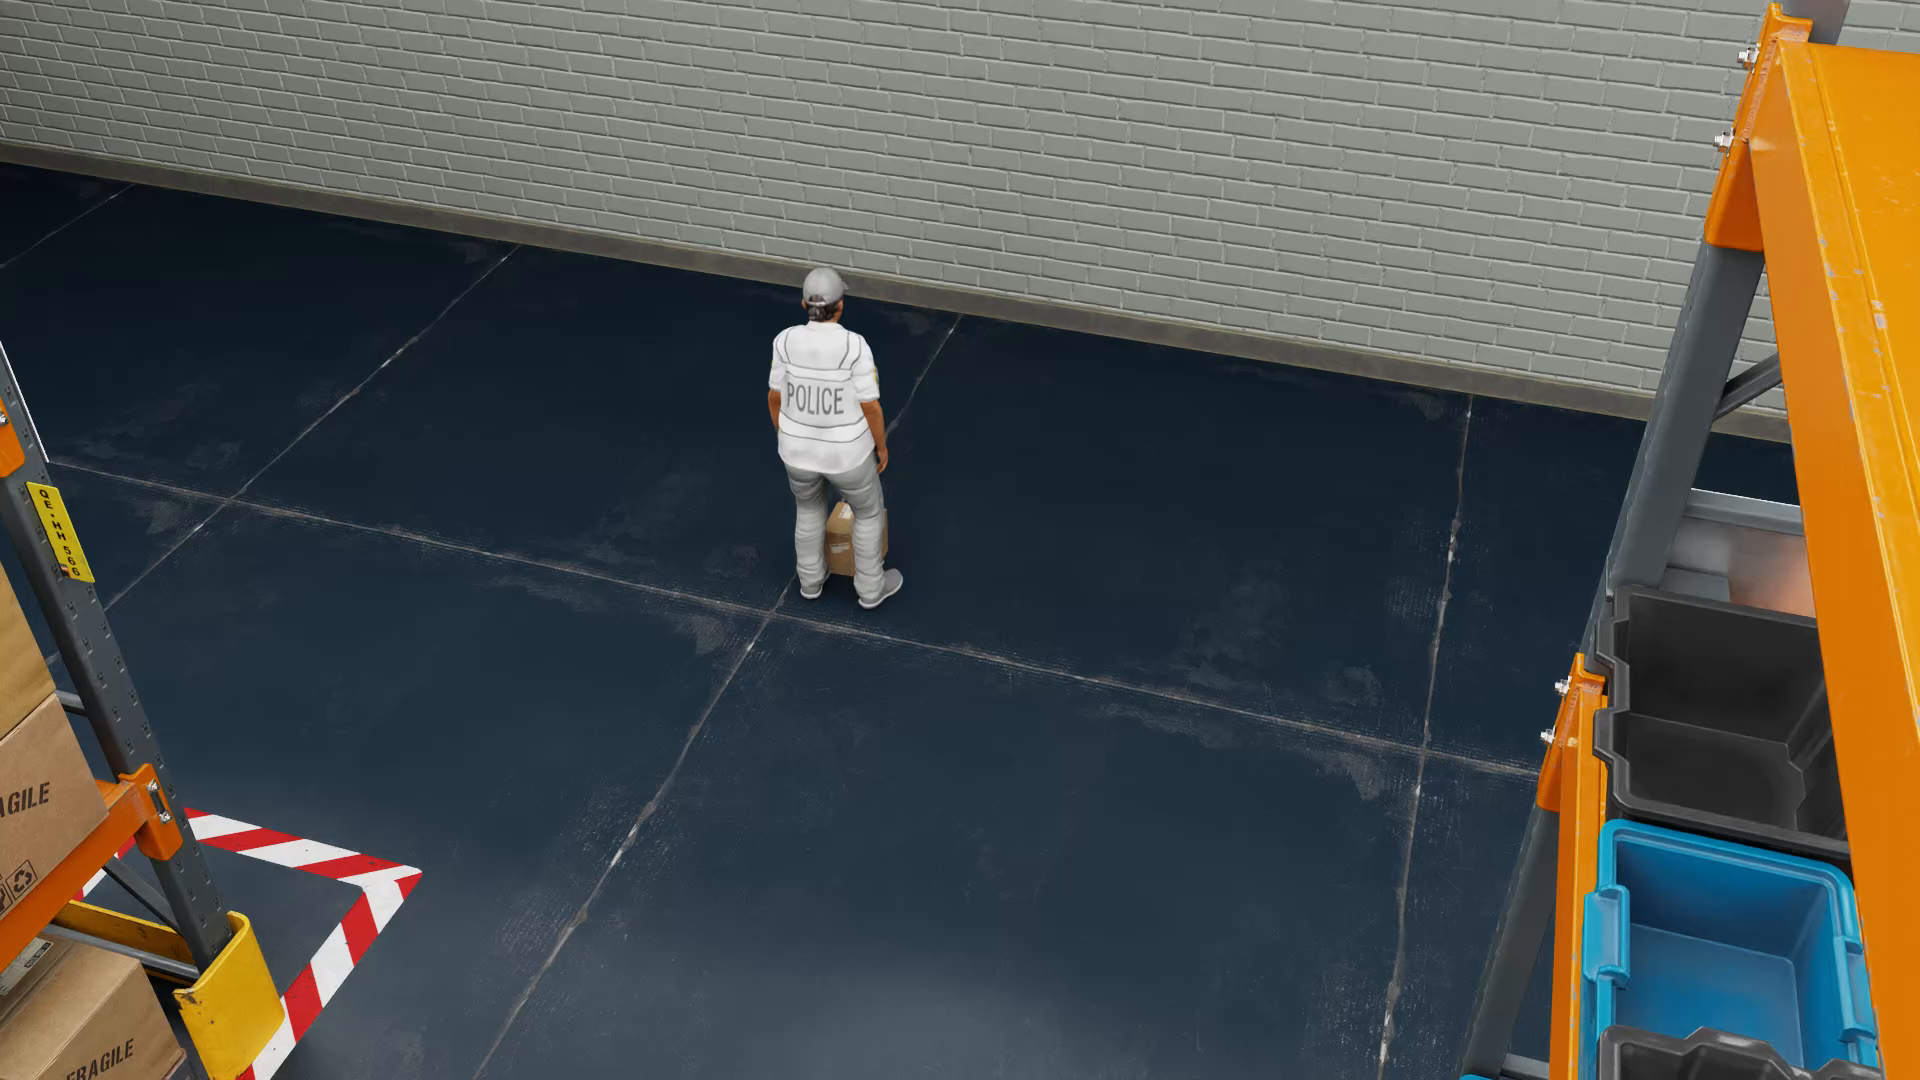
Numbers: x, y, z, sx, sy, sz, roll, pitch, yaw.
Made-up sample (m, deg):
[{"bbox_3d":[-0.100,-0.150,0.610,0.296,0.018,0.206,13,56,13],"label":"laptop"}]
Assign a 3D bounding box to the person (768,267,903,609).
[{"bbox_3d":[-0.563,-0.432,7.454,0.547,1.664,0.470,9,38,12],"label":"person"}]
